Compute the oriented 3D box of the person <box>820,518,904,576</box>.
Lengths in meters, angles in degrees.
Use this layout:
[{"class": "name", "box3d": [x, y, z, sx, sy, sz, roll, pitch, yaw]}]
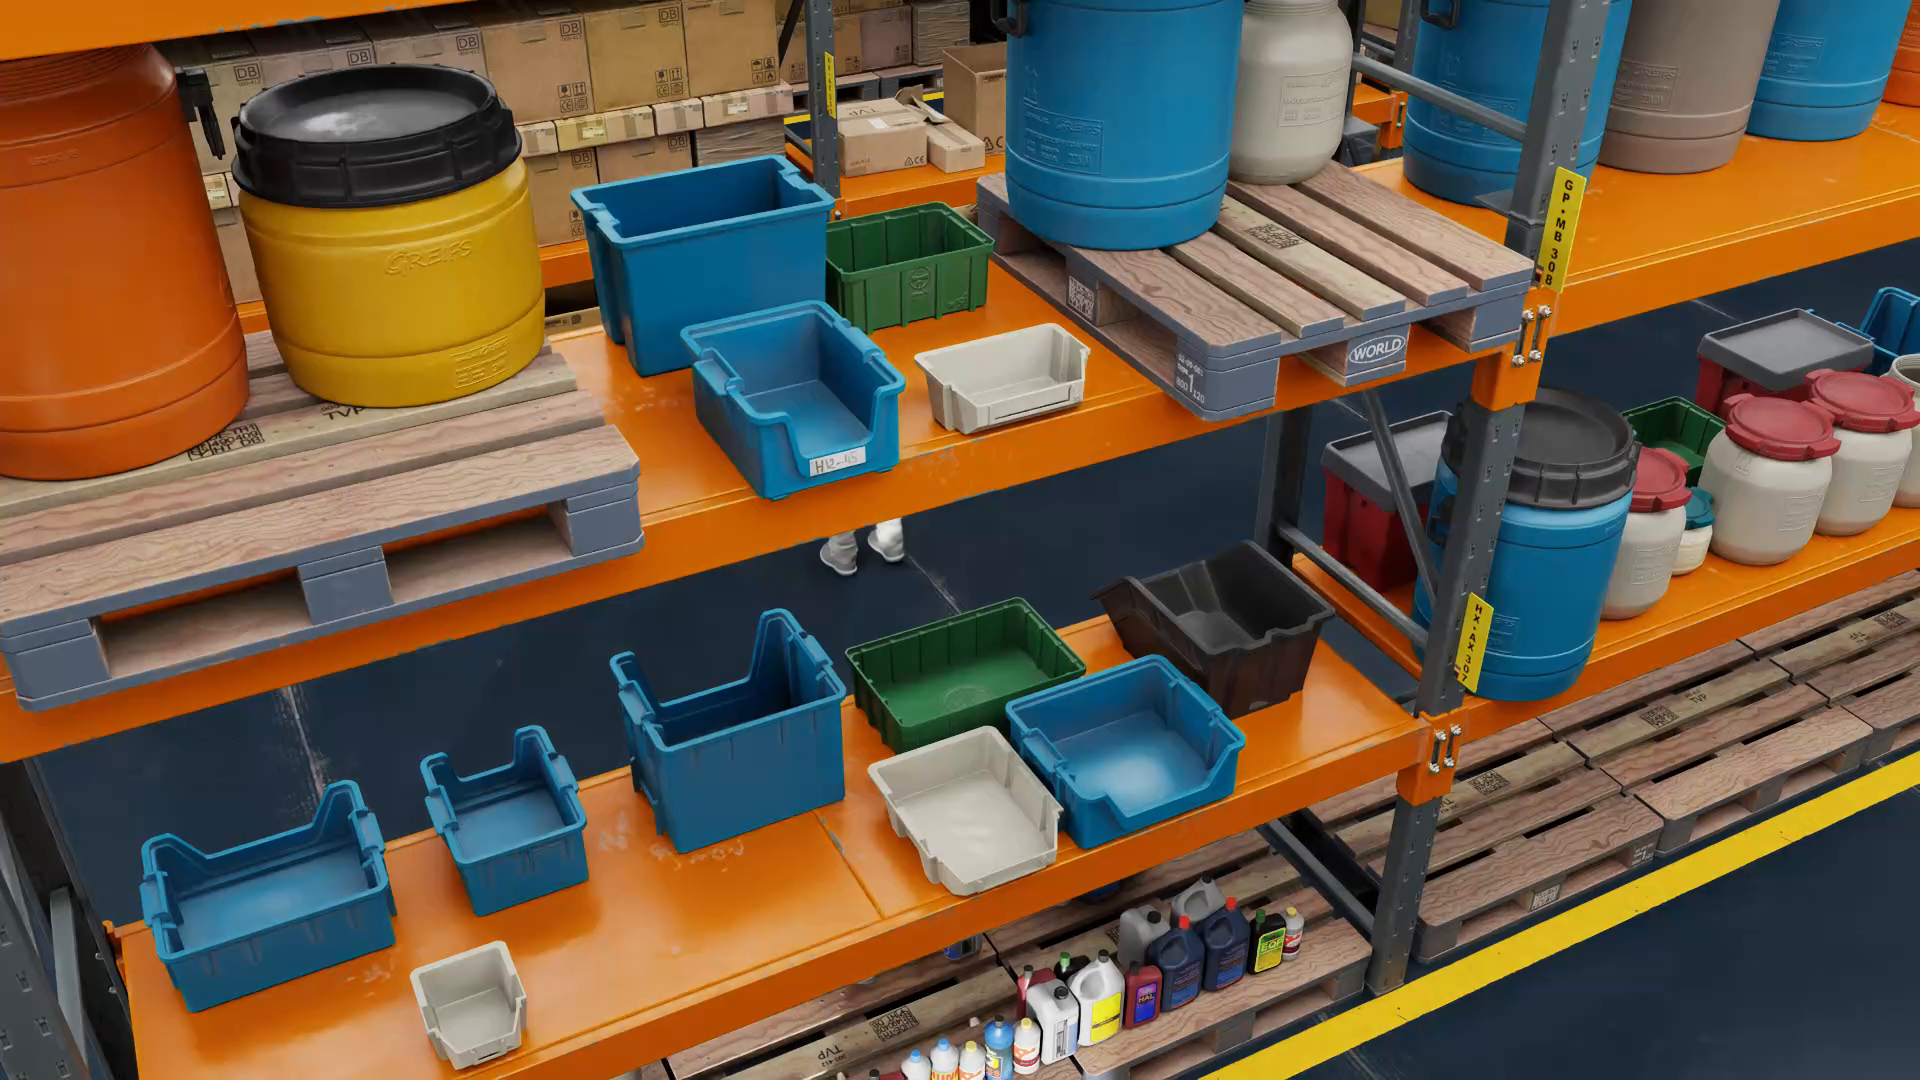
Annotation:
[{"class": "person", "box3d": [-0.531, -0.589, 8.073, 0.484, 1.640, 0.415, -15, 36, -22]}]
